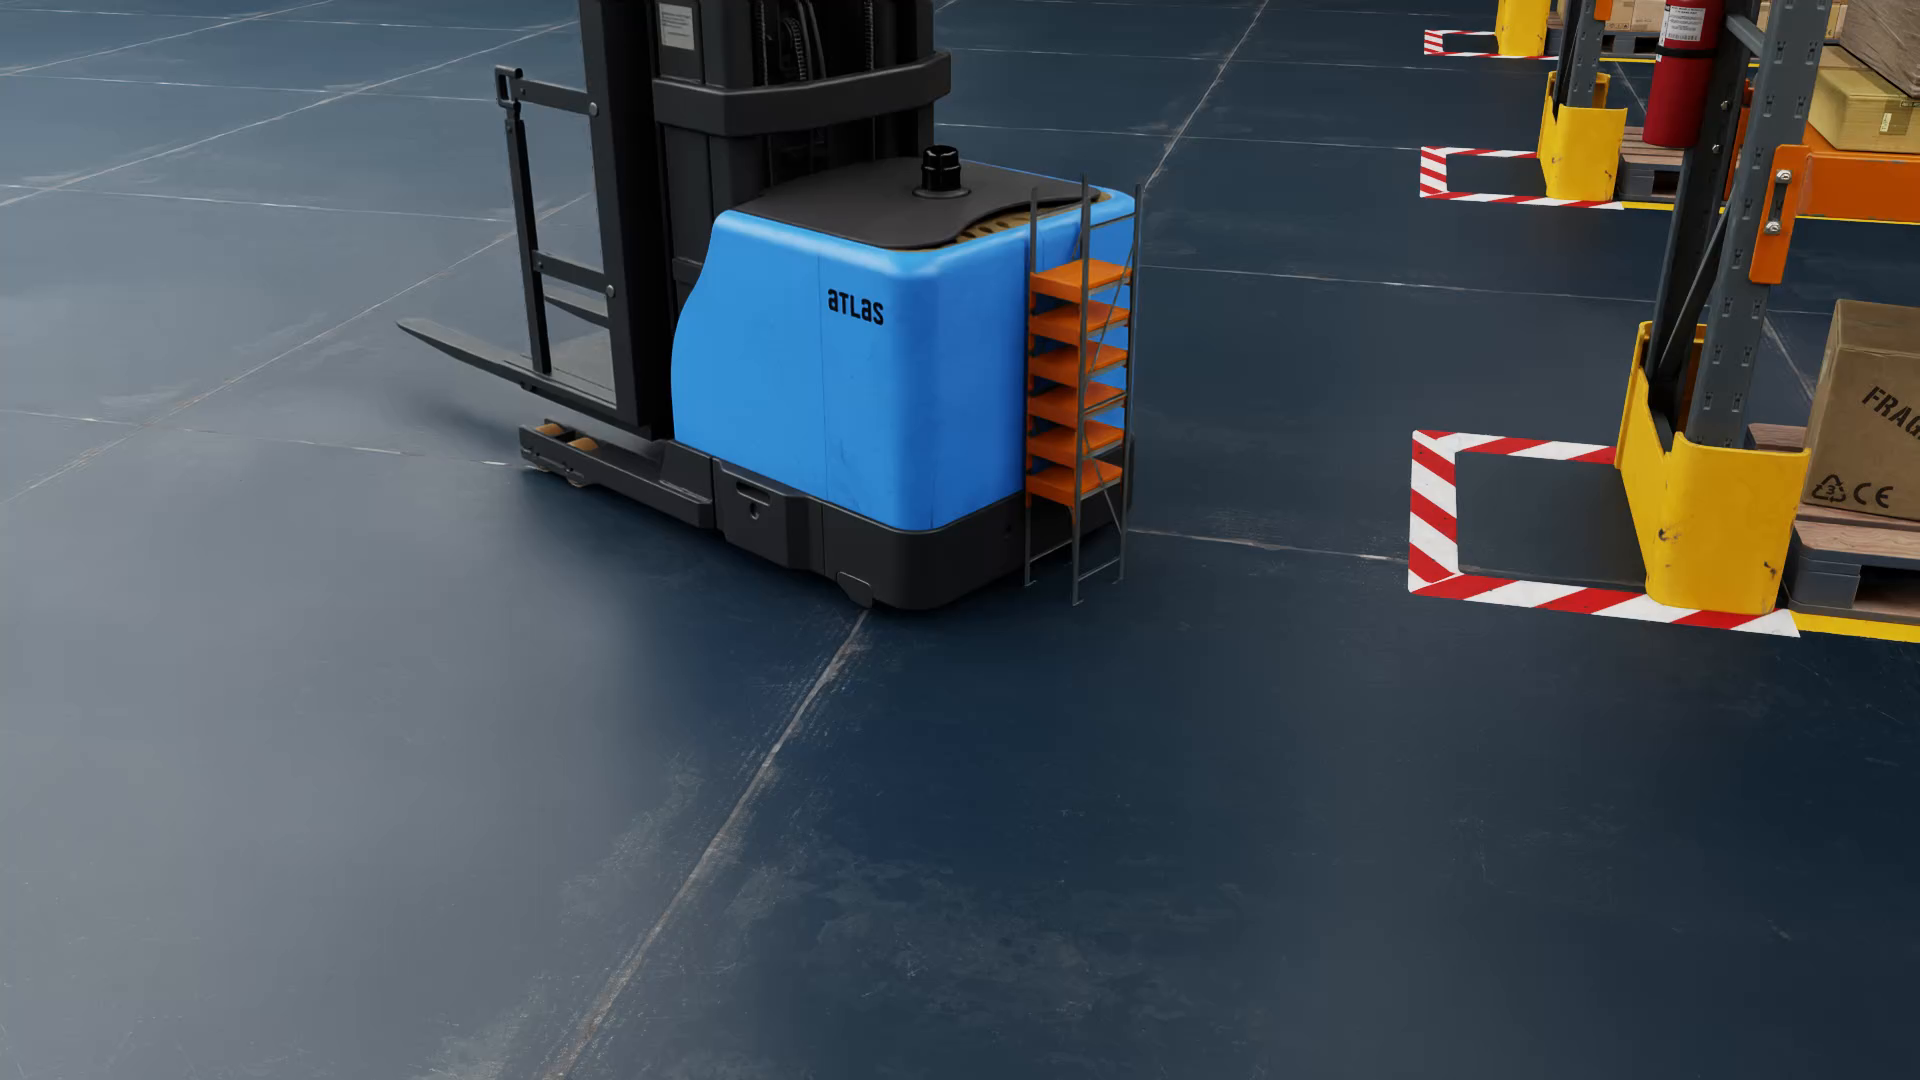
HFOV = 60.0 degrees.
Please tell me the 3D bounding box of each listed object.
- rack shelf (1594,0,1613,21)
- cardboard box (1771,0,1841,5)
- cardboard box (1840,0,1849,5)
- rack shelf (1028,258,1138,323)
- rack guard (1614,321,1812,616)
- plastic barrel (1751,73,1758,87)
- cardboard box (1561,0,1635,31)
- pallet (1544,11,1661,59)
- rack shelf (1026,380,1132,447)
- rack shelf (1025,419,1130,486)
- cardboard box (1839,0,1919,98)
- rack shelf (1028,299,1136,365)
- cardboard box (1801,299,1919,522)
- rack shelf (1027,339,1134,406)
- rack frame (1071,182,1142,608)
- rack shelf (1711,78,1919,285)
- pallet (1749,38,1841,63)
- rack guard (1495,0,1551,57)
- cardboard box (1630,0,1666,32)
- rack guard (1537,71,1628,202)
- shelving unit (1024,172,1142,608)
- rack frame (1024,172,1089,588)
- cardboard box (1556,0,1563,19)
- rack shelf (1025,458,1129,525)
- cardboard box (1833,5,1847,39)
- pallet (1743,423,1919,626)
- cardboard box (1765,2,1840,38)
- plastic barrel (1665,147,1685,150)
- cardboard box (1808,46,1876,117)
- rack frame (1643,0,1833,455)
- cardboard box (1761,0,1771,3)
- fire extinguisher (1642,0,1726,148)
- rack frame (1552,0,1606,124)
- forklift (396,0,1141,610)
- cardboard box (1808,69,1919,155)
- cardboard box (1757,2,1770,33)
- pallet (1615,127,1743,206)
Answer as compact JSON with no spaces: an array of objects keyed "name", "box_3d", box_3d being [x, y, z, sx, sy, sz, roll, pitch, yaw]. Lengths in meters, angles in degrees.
[{"name":"rack shelf","box_3d":[5.425,-2.922,8.735,4.000,0.370,1.077,6,26,13]},{"name":"cardboard box","box_3d":[6.641,-4.498,13.046,0.500,0.500,0.500,6,26,13]},{"name":"cardboard box","box_3d":[7.129,-4.450,12.946,0.500,0.500,0.500,6,26,13]},{"name":"rack shelf","box_3d":[0.340,-0.695,4.580,0.180,0.103,0.258,21,33,38]},{"name":"rack guard","box_3d":[2.328,-0.262,5.220,0.348,0.500,1.175,6,26,13]},{"name":"plastic barrel","box_3d":[4.630,-2.435,9.281,0.421,0.512,0.421,0,25,0]},{"name":"cardboard box","box_3d":[5.189,-4.321,13.547,0.500,0.250,0.500,6,26,13]},{"name":"pallet","box_3d":[5.476,-4.200,13.825,1.213,0.211,1.003,6,26,13]},{"name":"rack shelf","box_3d":[0.340,-0.370,4.735,0.180,0.103,0.258,21,33,38]},{"name":"rack shelf","box_3d":[0.340,-0.262,4.787,0.180,0.103,0.258,21,33,38]},{"name":"cardboard box","box_3d":[2.780,-1.508,4.466,0.500,0.500,0.875,6,26,13]},{"name":"rack shelf","box_3d":[0.340,-0.587,4.632,0.180,0.103,0.258,21,33,38]},{"name":"cardboard box","box_3d":[2.855,-0.386,4.991,0.500,0.500,0.500,11,28,23]},{"name":"rack shelf","box_3d":[0.340,-0.479,4.684,0.180,0.103,0.258,21,33,38]},{"name":"rack frame","box_3d":[0.407,-0.384,4.660,0.006,1.200,0.240,21,33,38]},{"name":"rack shelf","box_3d":[4.191,-0.860,4.404,4.000,0.370,1.077,6,26,13]},{"name":"pallet","box_3d":[6.654,-4.068,13.549,1.213,0.211,1.003,6,26,13]},{"name":"rack guard","box_3d":[4.702,-4.397,13.904,0.348,0.500,1.175,6,26,13]},{"name":"cardboard box","box_3d":[5.674,-4.269,13.438,0.500,0.250,0.500,6,26,13]},{"name":"rack guard","box_3d":[3.573,-2.344,9.592,0.348,0.500,1.175,6,26,13]},{"name":"shelving unit","box_3d":[0.340,-0.410,4.716,0.189,1.200,0.258,21,33,38]},{"name":"rack frame","box_3d":[0.272,-0.437,4.772,0.006,1.200,0.240,21,33,38]},{"name":"cardboard box","box_3d":[5.318,-4.537,14.000,0.500,0.250,0.500,6,26,13]},{"name":"rack shelf","box_3d":[0.340,-0.153,4.838,0.180,0.103,0.258,21,33,38]},{"name":"cardboard box","box_3d":[7.126,-4.107,13.096,0.500,0.250,0.500,6,26,13]},{"name":"pallet","box_3d":[3.106,-0.030,5.068,1.213,0.211,1.003,6,26,13]},{"name":"cardboard box","box_3d":[6.641,-4.160,13.208,0.500,0.250,0.500,6,26,13]},{"name":"plastic barrel","box_3d":[4.144,-2.489,9.394,0.421,0.512,0.421,0,25,0]},{"name":"cardboard box","box_3d":[2.581,-1.341,4.870,0.250,0.149,0.380,6,26,13]},{"name":"rack frame","box_3d":[2.254,-1.399,4.699,0.127,3.000,1.000,6,26,13]},{"name":"cardboard box","box_3d":[6.161,-4.559,13.174,0.500,0.500,0.500,6,26,13]},{"name":"fire extinguisher","box_3d":[2.258,-1.568,5.145,0.183,0.674,0.296,6,26,13]},{"name":"rack frame","box_3d":[3.488,-3.461,9.031,0.127,3.000,1.000,6,26,13]},{"name":"forklift","box_3d":[-0.877,-1.647,5.300,3.031,2.935,1.130,21,33,38]},{"name":"cardboard box","box_3d":[2.471,-1.156,4.481,0.250,0.149,0.380,6,26,13]},{"name":"cardboard box","box_3d":[6.158,-4.215,13.325,0.500,0.250,0.500,6,26,13]},{"name":"pallet","box_3d":[4.358,-2.124,9.467,1.213,0.211,1.003,6,26,13]}]
